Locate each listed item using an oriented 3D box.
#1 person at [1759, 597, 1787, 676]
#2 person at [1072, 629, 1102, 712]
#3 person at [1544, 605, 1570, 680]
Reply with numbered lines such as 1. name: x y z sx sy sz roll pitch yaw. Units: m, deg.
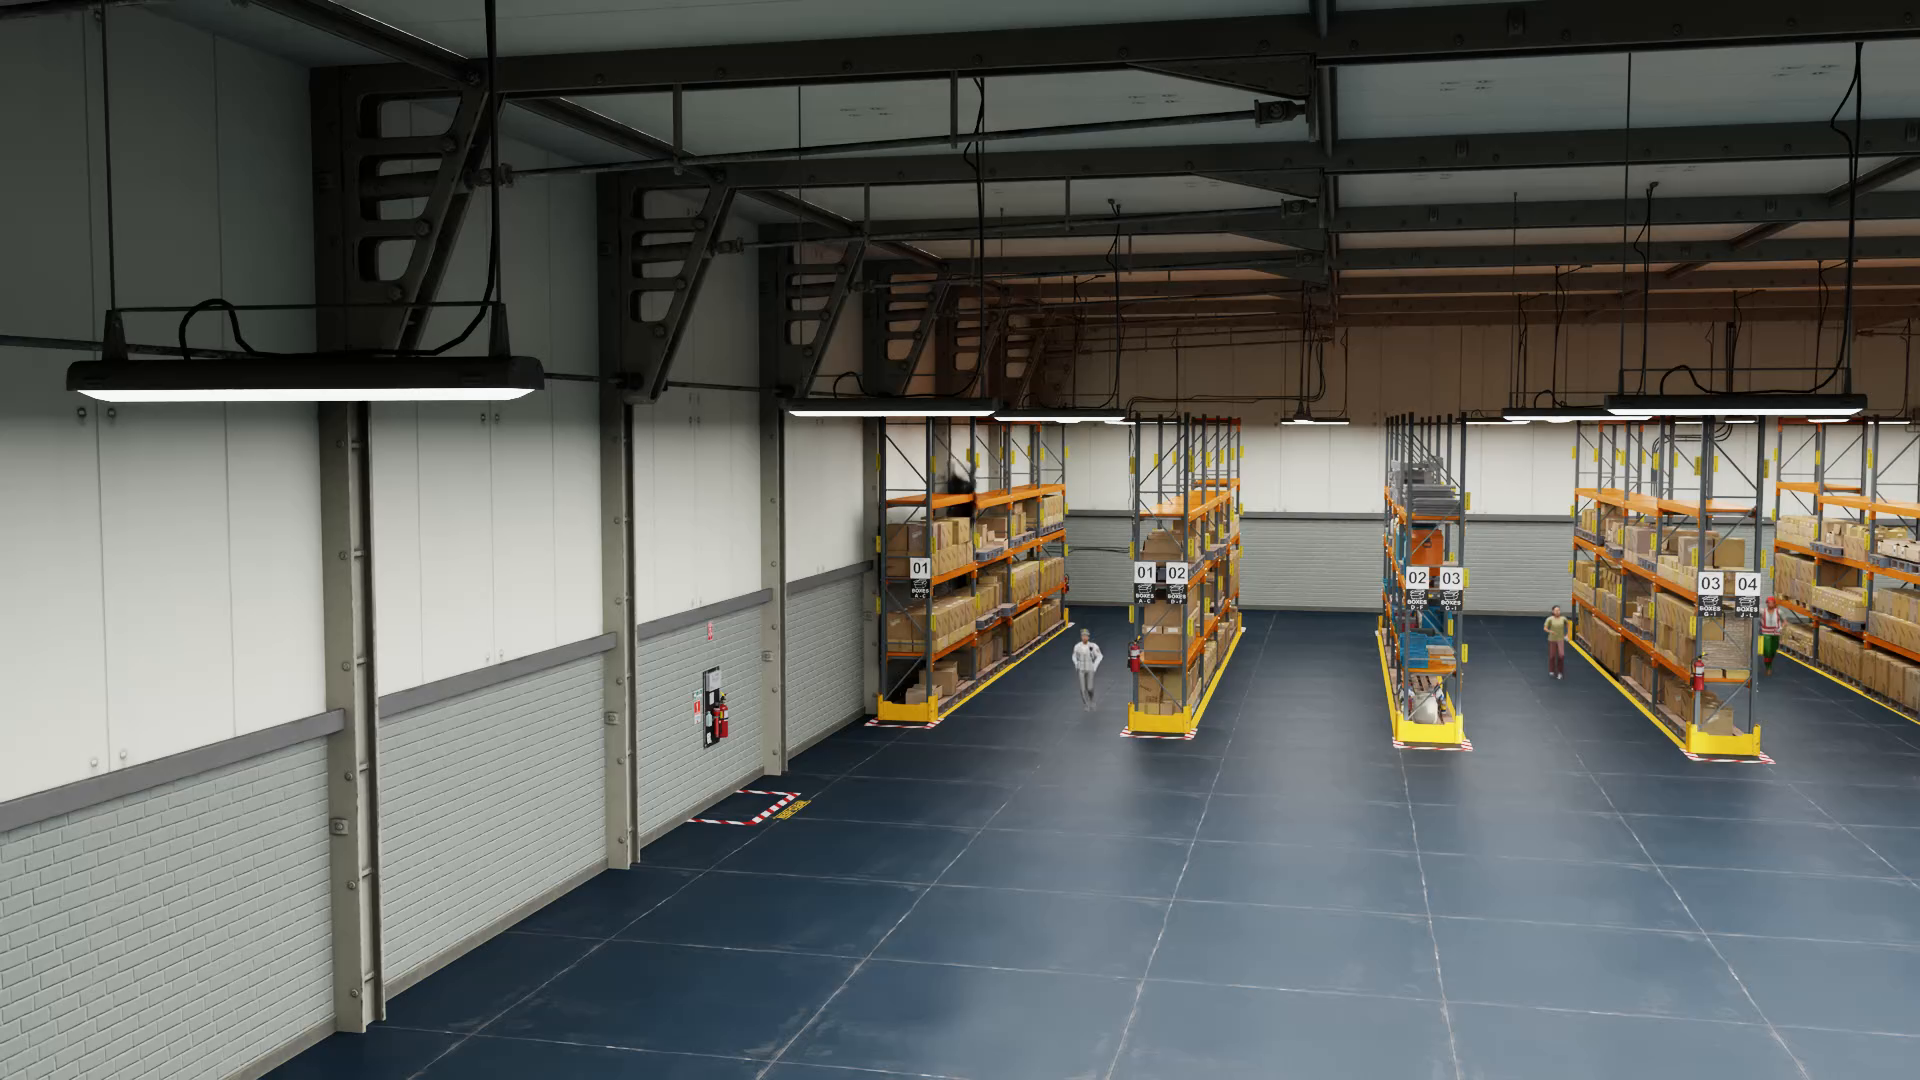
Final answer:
1. person: 18.844 2.212 38.627 0.652 1.804 0.867 1 4 20
2. person: 2.476 2.567 32.680 0.589 1.653 0.528 1 4 15
3. person: 13.612 2.341 37.928 0.592 1.719 0.698 1 4 11
